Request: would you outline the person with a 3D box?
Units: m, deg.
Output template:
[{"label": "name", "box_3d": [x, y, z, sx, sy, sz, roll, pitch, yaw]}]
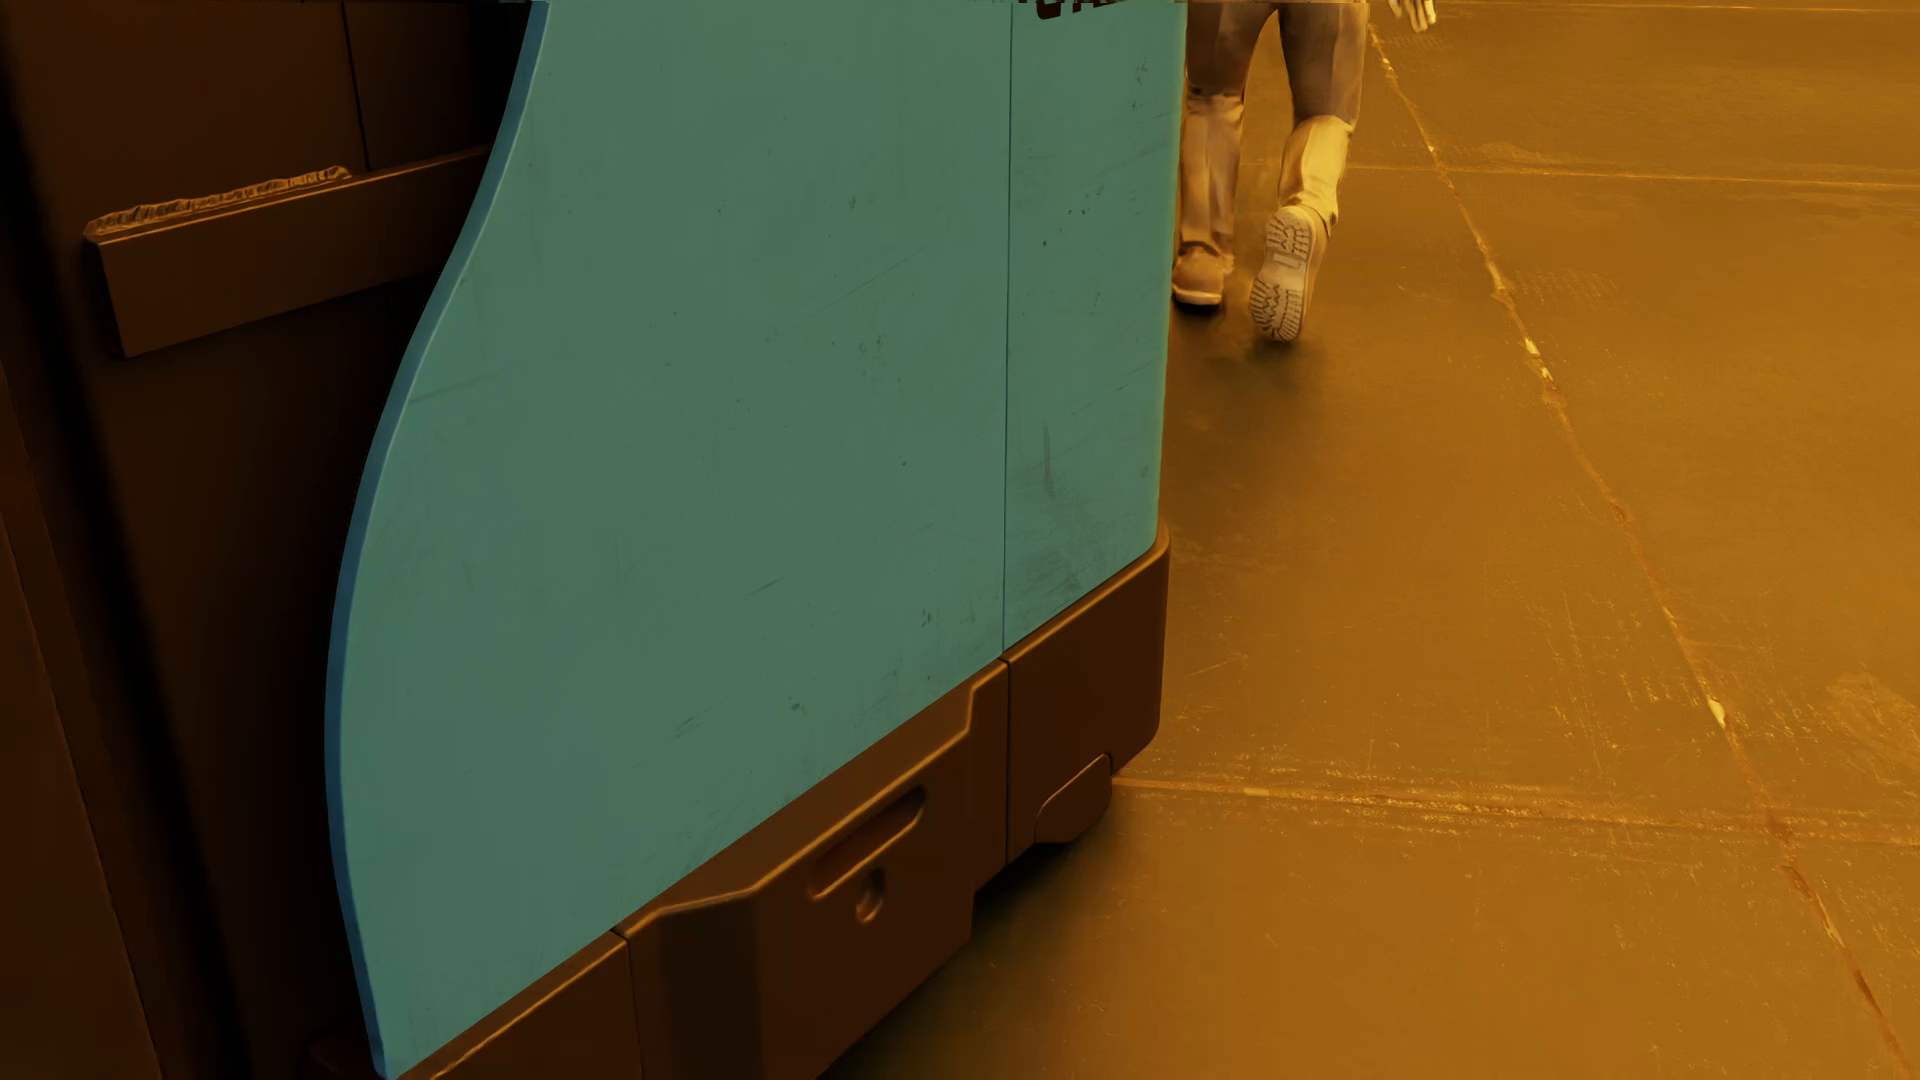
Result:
[{"label": "person", "box_3d": [0.590, -1.130, 3.163, 0.756, 1.458, 0.611, 0, 27, -1]}]

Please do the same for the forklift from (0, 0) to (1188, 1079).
[{"label": "forklift", "box_3d": [-1.054, -0.651, 0.522, 1.130, 2.935, 3.031, 18, 32, 32]}]
